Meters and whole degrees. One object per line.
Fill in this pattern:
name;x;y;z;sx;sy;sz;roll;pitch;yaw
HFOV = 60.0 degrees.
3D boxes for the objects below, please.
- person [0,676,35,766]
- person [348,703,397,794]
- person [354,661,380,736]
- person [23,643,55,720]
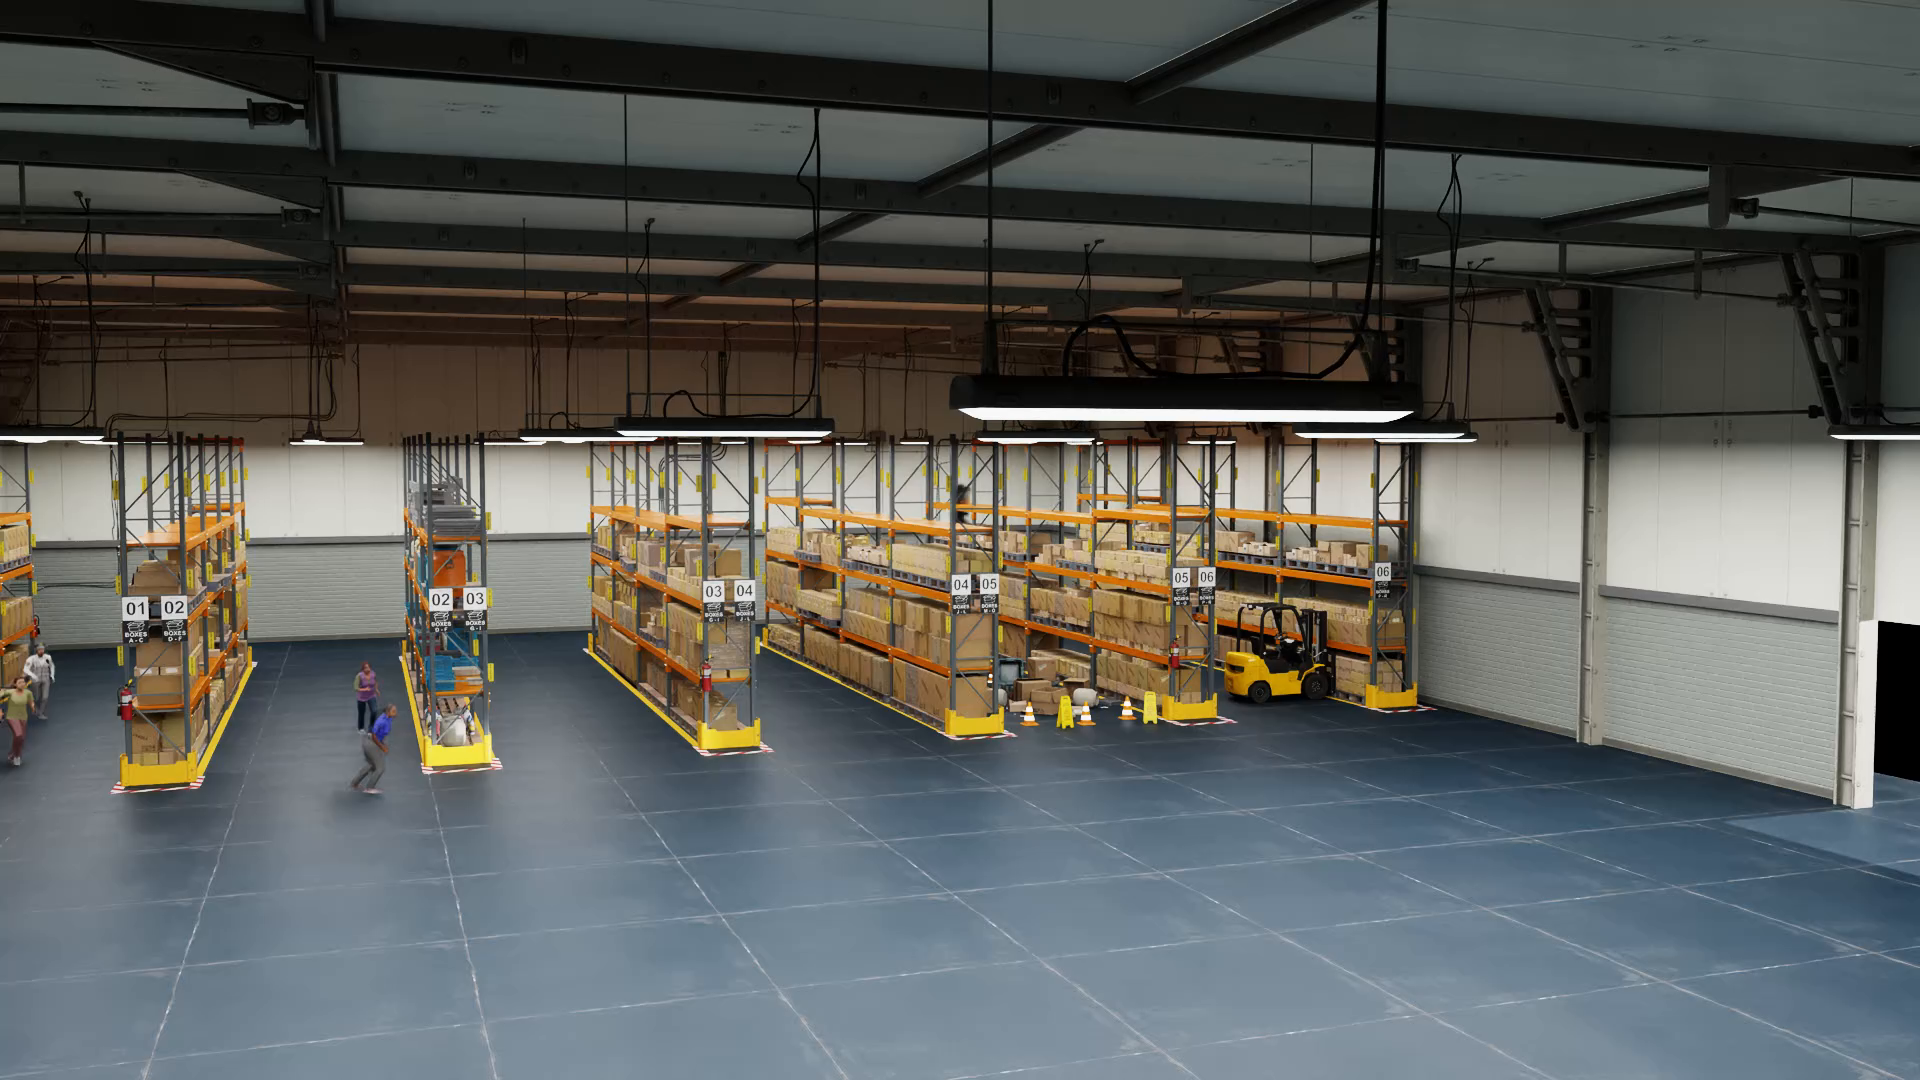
person;-17.024;3.250;30.005;0.798;1.623;0.600;3;4;40
person;-9.743;3.451;27.596;0.818;1.506;0.612;-1;3;-11
person;-11.653;3.138;32.661;0.533;1.561;0.904;-2;4;-31
person;-19.456;2.969;35.142;0.609;1.640;0.717;-2;4;-38
